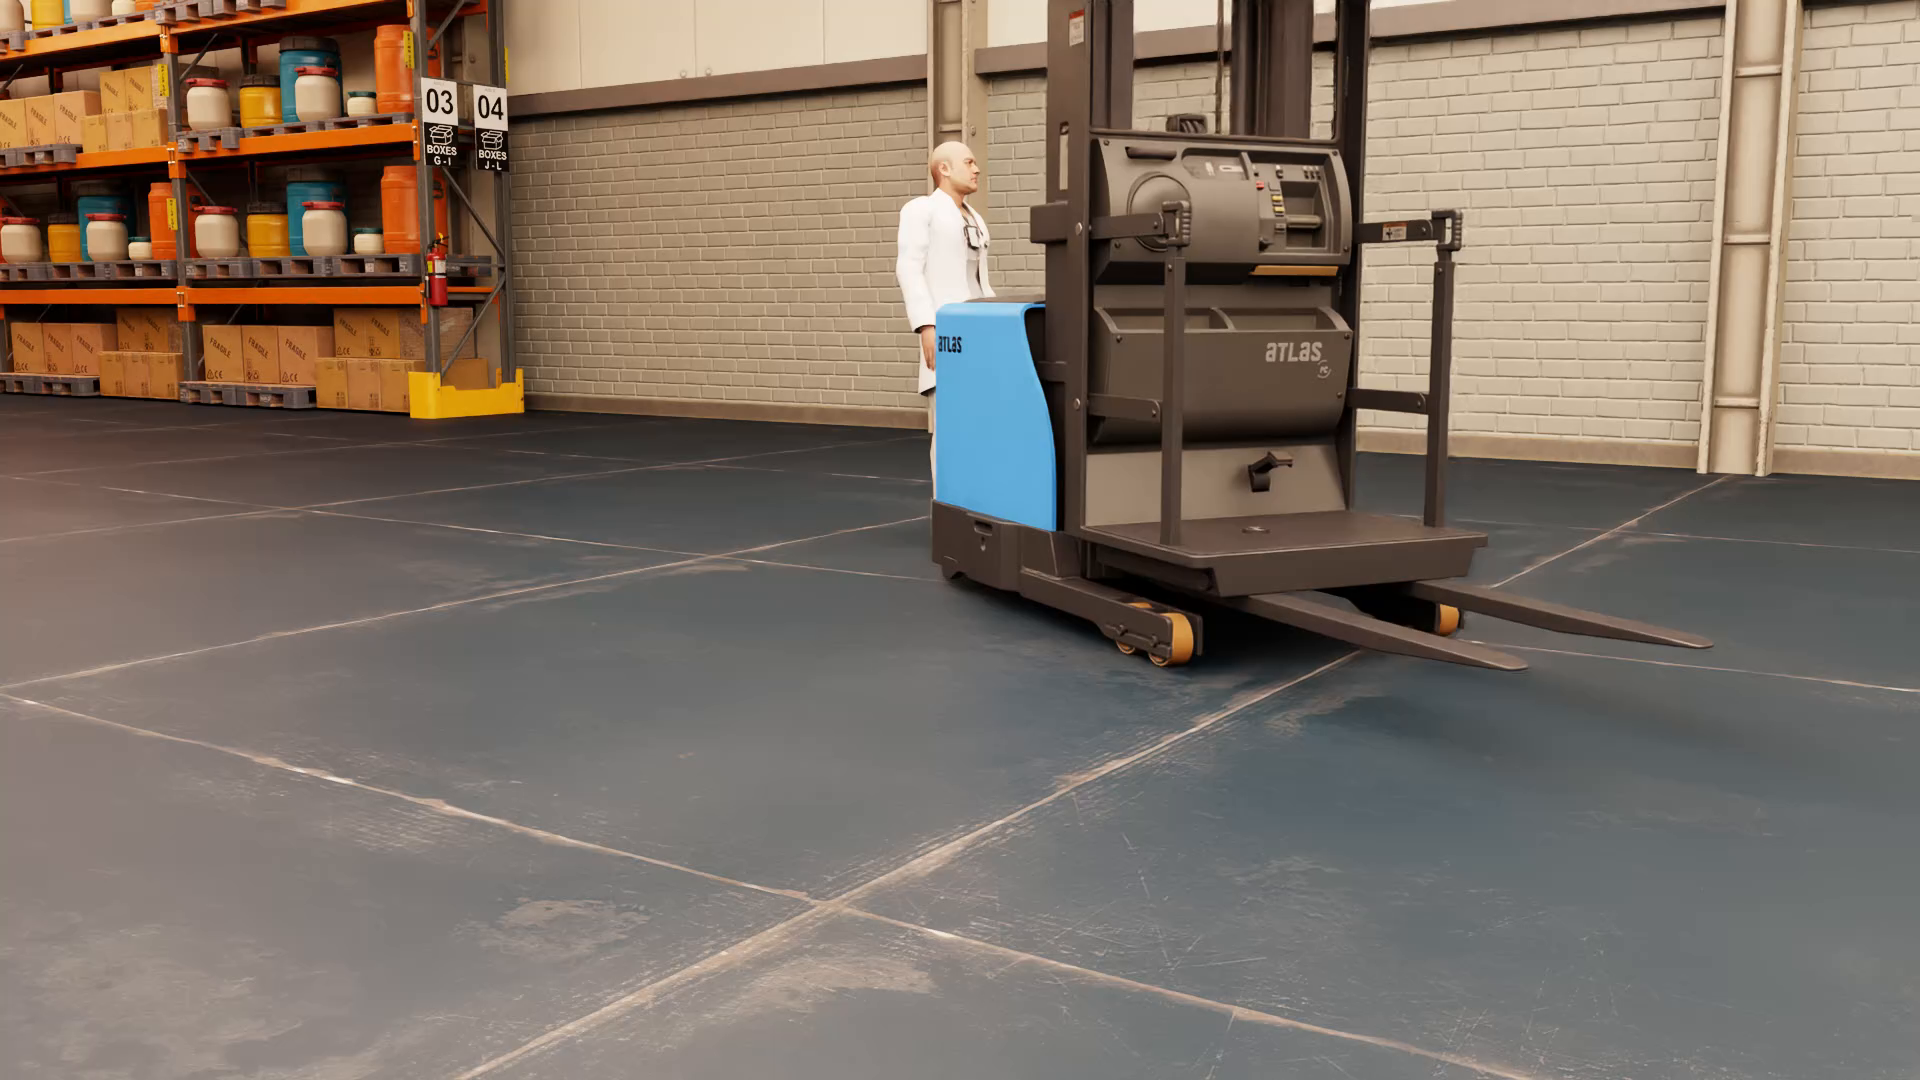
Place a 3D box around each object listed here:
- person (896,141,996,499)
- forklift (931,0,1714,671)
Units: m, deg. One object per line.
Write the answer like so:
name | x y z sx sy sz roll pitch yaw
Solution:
person | 0.074 -0.880 7.424 0.578 1.778 0.698 5 10 34
forklift | 0.962 -1.142 5.221 1.130 2.935 3.031 -4 9 -24
